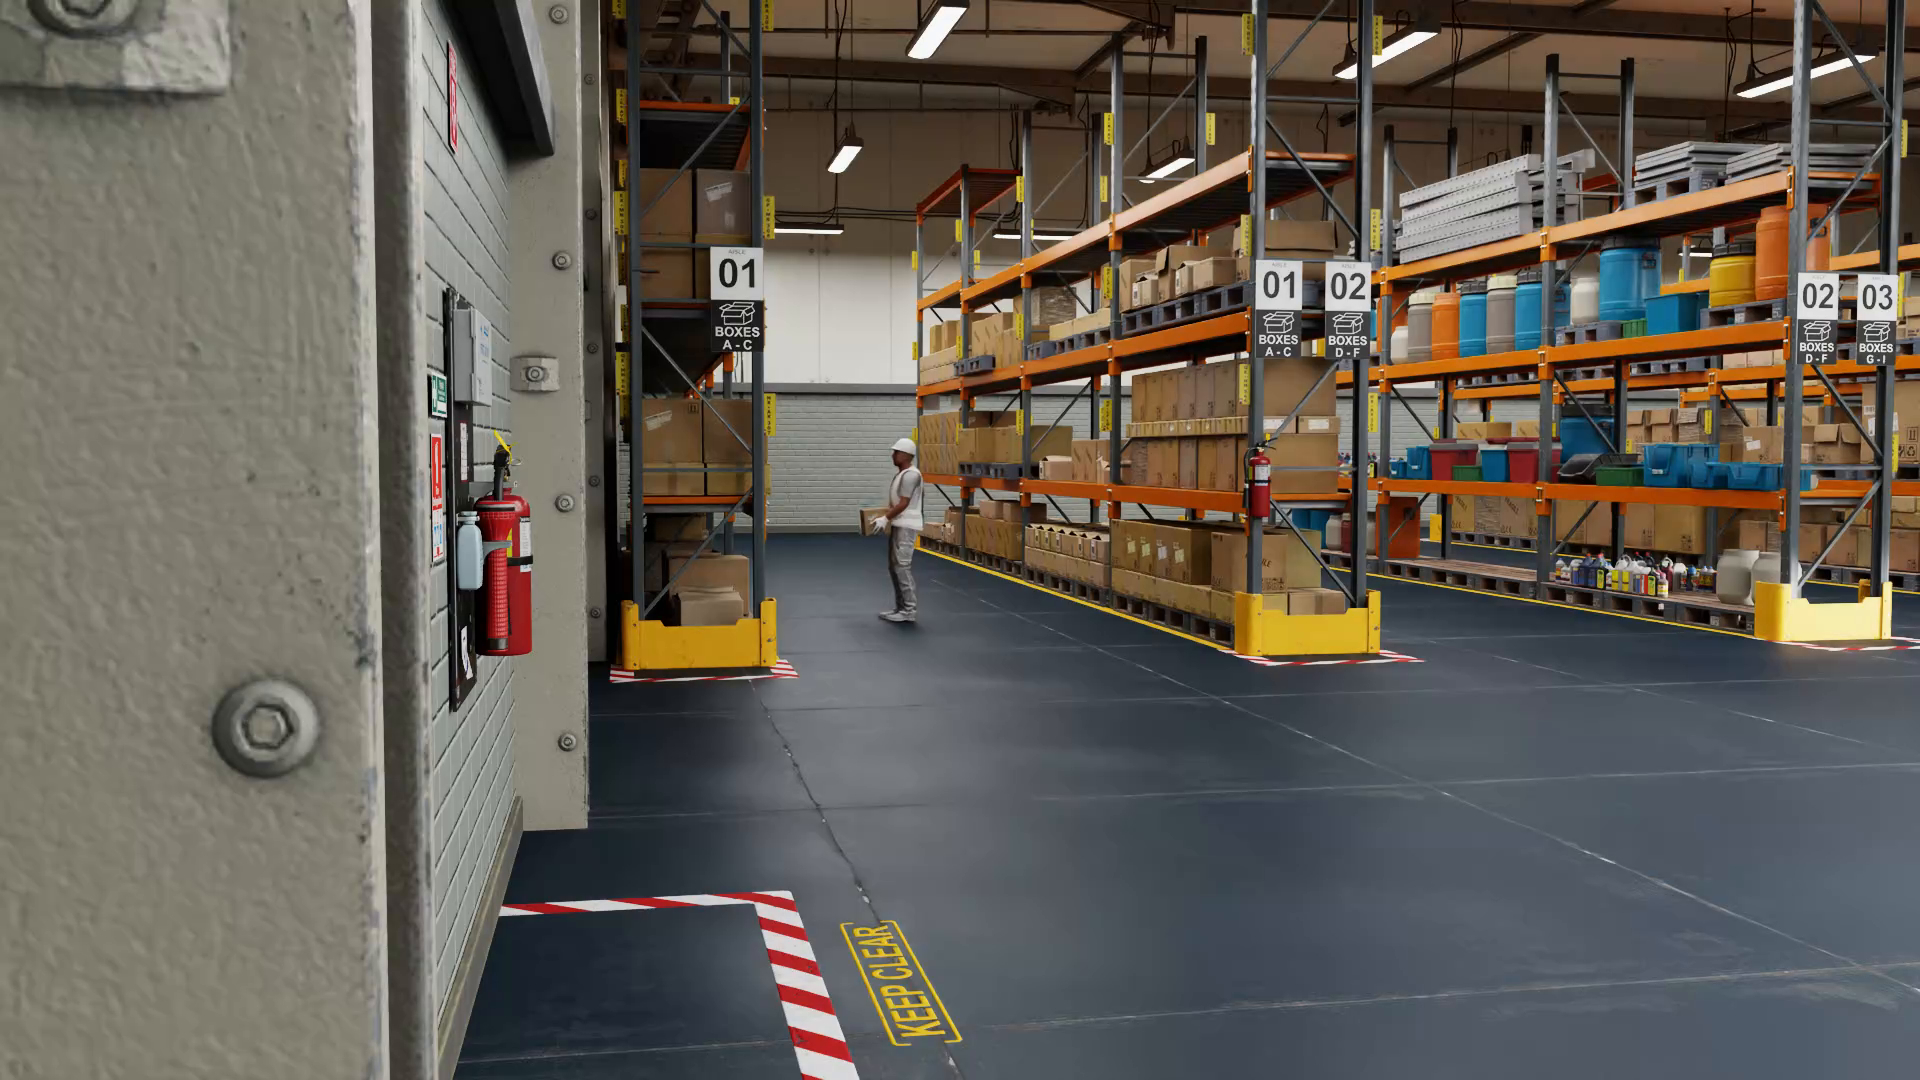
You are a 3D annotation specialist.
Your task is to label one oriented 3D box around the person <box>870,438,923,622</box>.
[{"bbox_3d":[-0.638,-0.101,16.265,0.541,1.789,0.532,-1,3,-12],"label":"person"}]
